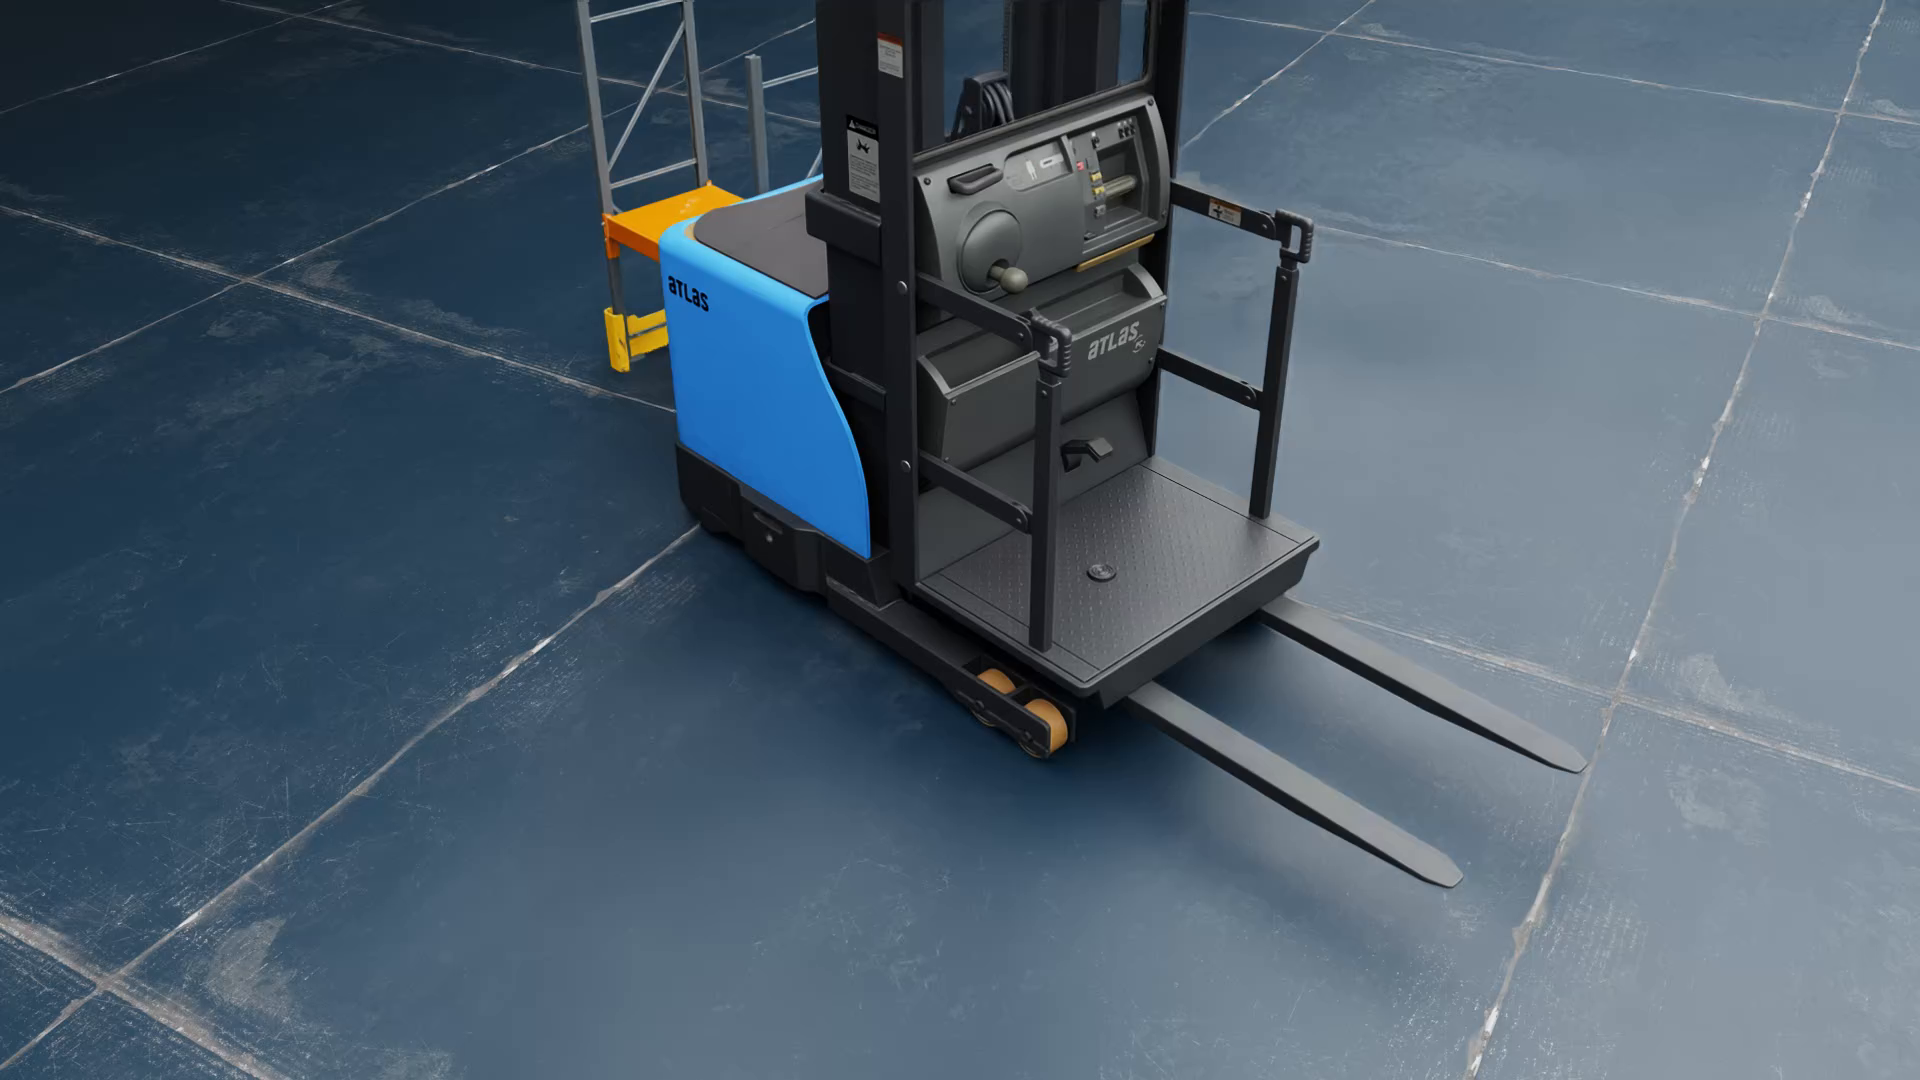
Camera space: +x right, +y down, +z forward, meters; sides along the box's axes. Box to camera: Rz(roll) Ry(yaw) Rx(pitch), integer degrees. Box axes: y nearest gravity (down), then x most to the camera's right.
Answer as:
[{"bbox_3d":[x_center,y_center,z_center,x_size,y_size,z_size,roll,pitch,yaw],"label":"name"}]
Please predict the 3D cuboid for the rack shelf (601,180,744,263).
[{"bbox_3d":[-0.861,-1.089,6.356,0.538,0.185,1.000,-28,43,-35],"label":"rack shelf"}]

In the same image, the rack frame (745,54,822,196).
[{"bbox_3d":[-0.509,-1.035,5.951,0.500,1.500,0.032,-28,43,-35],"label":"rack frame"}]

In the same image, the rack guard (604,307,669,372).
[{"bbox_3d":[-1.199,-0.914,6.897,0.587,0.250,0.087,-28,43,-35],"label":"rack guard"}]

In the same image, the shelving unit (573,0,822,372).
[{"bbox_3d":[-0.854,-1.235,6.251,0.587,1.500,1.083,-28,43,-35],"label":"shelving unit"}]

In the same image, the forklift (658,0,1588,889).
[{"bbox_3d":[0.398,-0.916,4.482,1.130,2.935,3.031,-28,43,-35],"label":"forklift"}]

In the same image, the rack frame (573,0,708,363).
[{"bbox_3d":[-1.212,-1.442,6.562,0.500,1.500,0.032,-28,43,-35],"label":"rack frame"}]
